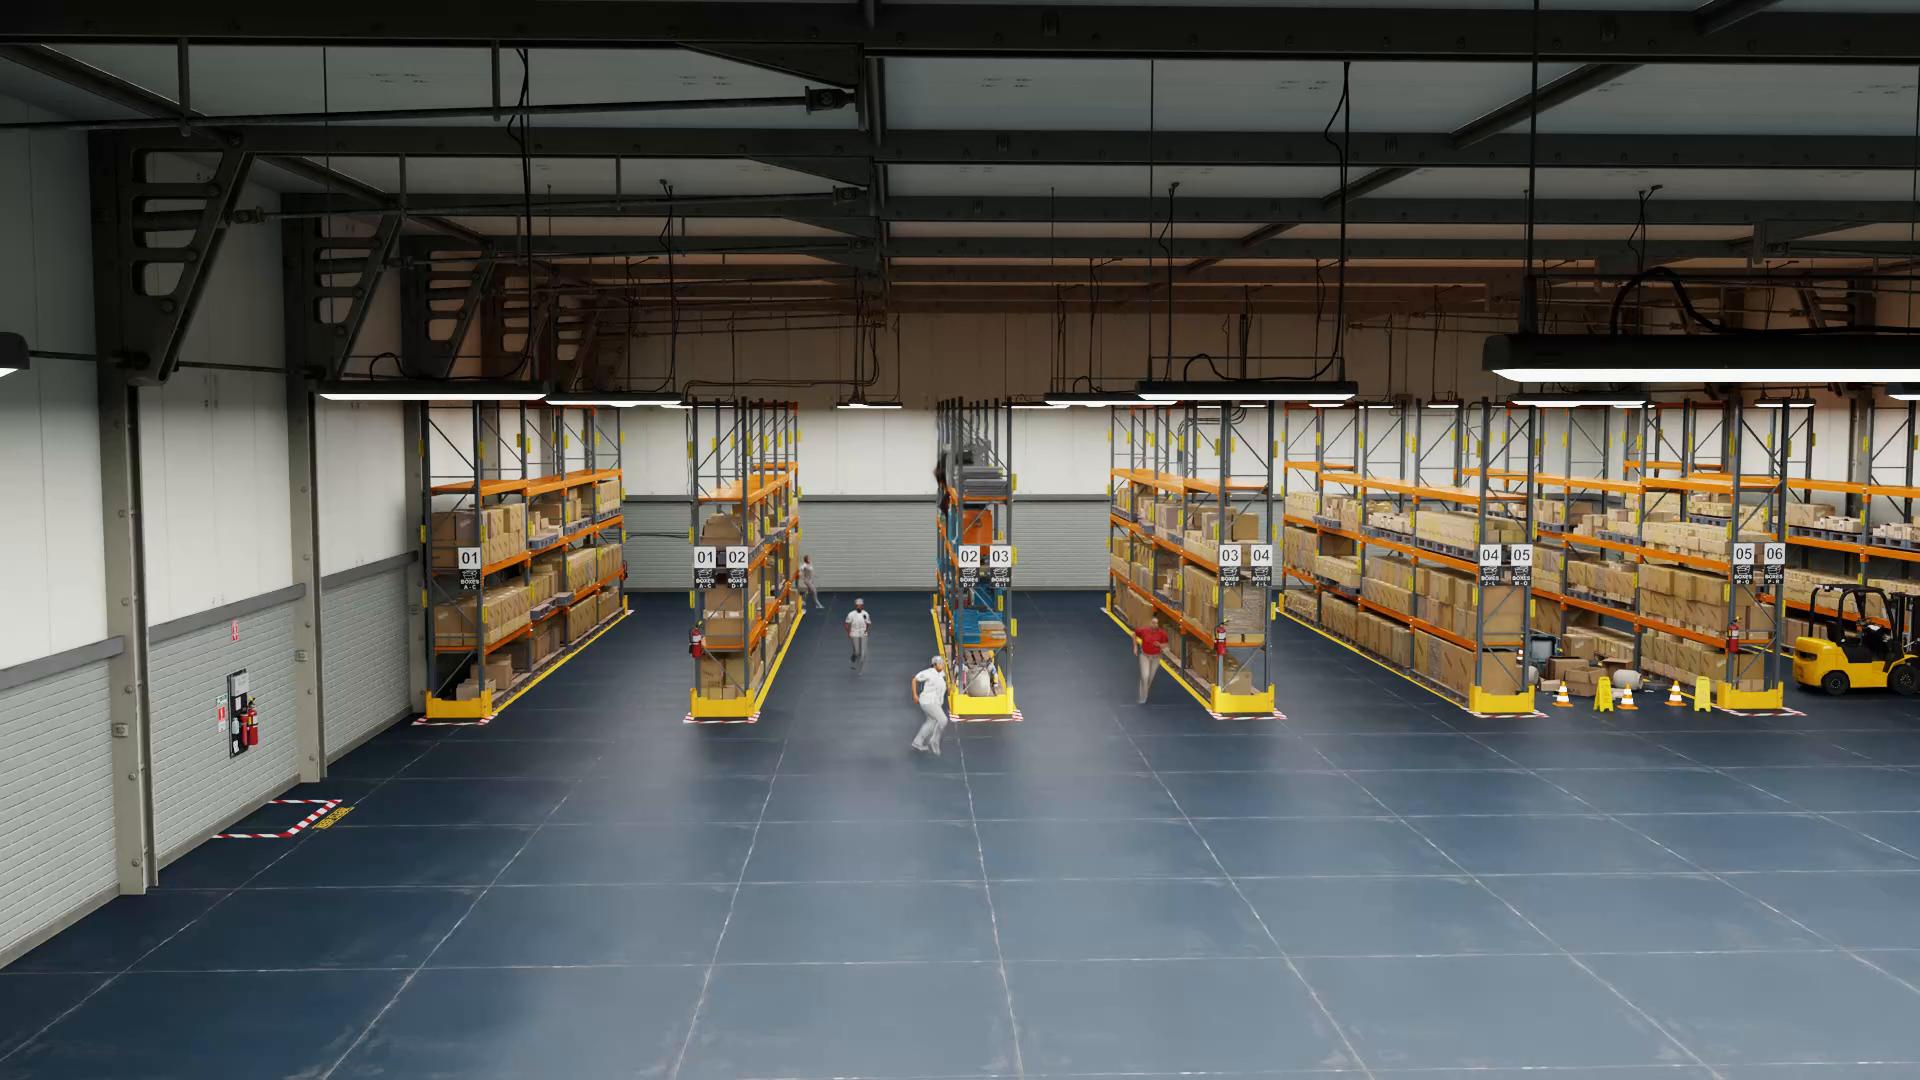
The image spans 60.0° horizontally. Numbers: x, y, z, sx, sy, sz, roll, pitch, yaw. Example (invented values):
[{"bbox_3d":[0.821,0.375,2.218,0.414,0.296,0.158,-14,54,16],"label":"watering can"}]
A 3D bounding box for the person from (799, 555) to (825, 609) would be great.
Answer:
[{"bbox_3d":[-4.374,1.216,48.119,0.869,1.561,0.601,2,5,24],"label":"person"}]

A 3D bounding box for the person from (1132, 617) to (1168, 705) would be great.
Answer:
[{"bbox_3d":[3.743,2.390,32.724,0.652,1.793,0.830,-1,4,-7],"label":"person"}]

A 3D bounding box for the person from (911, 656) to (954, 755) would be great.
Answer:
[{"bbox_3d":[-0.471,2.755,27.765,0.796,1.662,0.630,3,5,31],"label":"person"}]

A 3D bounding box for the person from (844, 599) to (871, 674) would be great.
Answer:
[{"bbox_3d":[-2.196,2.104,36.210,0.570,1.661,0.553,-1,5,-16],"label":"person"}]
